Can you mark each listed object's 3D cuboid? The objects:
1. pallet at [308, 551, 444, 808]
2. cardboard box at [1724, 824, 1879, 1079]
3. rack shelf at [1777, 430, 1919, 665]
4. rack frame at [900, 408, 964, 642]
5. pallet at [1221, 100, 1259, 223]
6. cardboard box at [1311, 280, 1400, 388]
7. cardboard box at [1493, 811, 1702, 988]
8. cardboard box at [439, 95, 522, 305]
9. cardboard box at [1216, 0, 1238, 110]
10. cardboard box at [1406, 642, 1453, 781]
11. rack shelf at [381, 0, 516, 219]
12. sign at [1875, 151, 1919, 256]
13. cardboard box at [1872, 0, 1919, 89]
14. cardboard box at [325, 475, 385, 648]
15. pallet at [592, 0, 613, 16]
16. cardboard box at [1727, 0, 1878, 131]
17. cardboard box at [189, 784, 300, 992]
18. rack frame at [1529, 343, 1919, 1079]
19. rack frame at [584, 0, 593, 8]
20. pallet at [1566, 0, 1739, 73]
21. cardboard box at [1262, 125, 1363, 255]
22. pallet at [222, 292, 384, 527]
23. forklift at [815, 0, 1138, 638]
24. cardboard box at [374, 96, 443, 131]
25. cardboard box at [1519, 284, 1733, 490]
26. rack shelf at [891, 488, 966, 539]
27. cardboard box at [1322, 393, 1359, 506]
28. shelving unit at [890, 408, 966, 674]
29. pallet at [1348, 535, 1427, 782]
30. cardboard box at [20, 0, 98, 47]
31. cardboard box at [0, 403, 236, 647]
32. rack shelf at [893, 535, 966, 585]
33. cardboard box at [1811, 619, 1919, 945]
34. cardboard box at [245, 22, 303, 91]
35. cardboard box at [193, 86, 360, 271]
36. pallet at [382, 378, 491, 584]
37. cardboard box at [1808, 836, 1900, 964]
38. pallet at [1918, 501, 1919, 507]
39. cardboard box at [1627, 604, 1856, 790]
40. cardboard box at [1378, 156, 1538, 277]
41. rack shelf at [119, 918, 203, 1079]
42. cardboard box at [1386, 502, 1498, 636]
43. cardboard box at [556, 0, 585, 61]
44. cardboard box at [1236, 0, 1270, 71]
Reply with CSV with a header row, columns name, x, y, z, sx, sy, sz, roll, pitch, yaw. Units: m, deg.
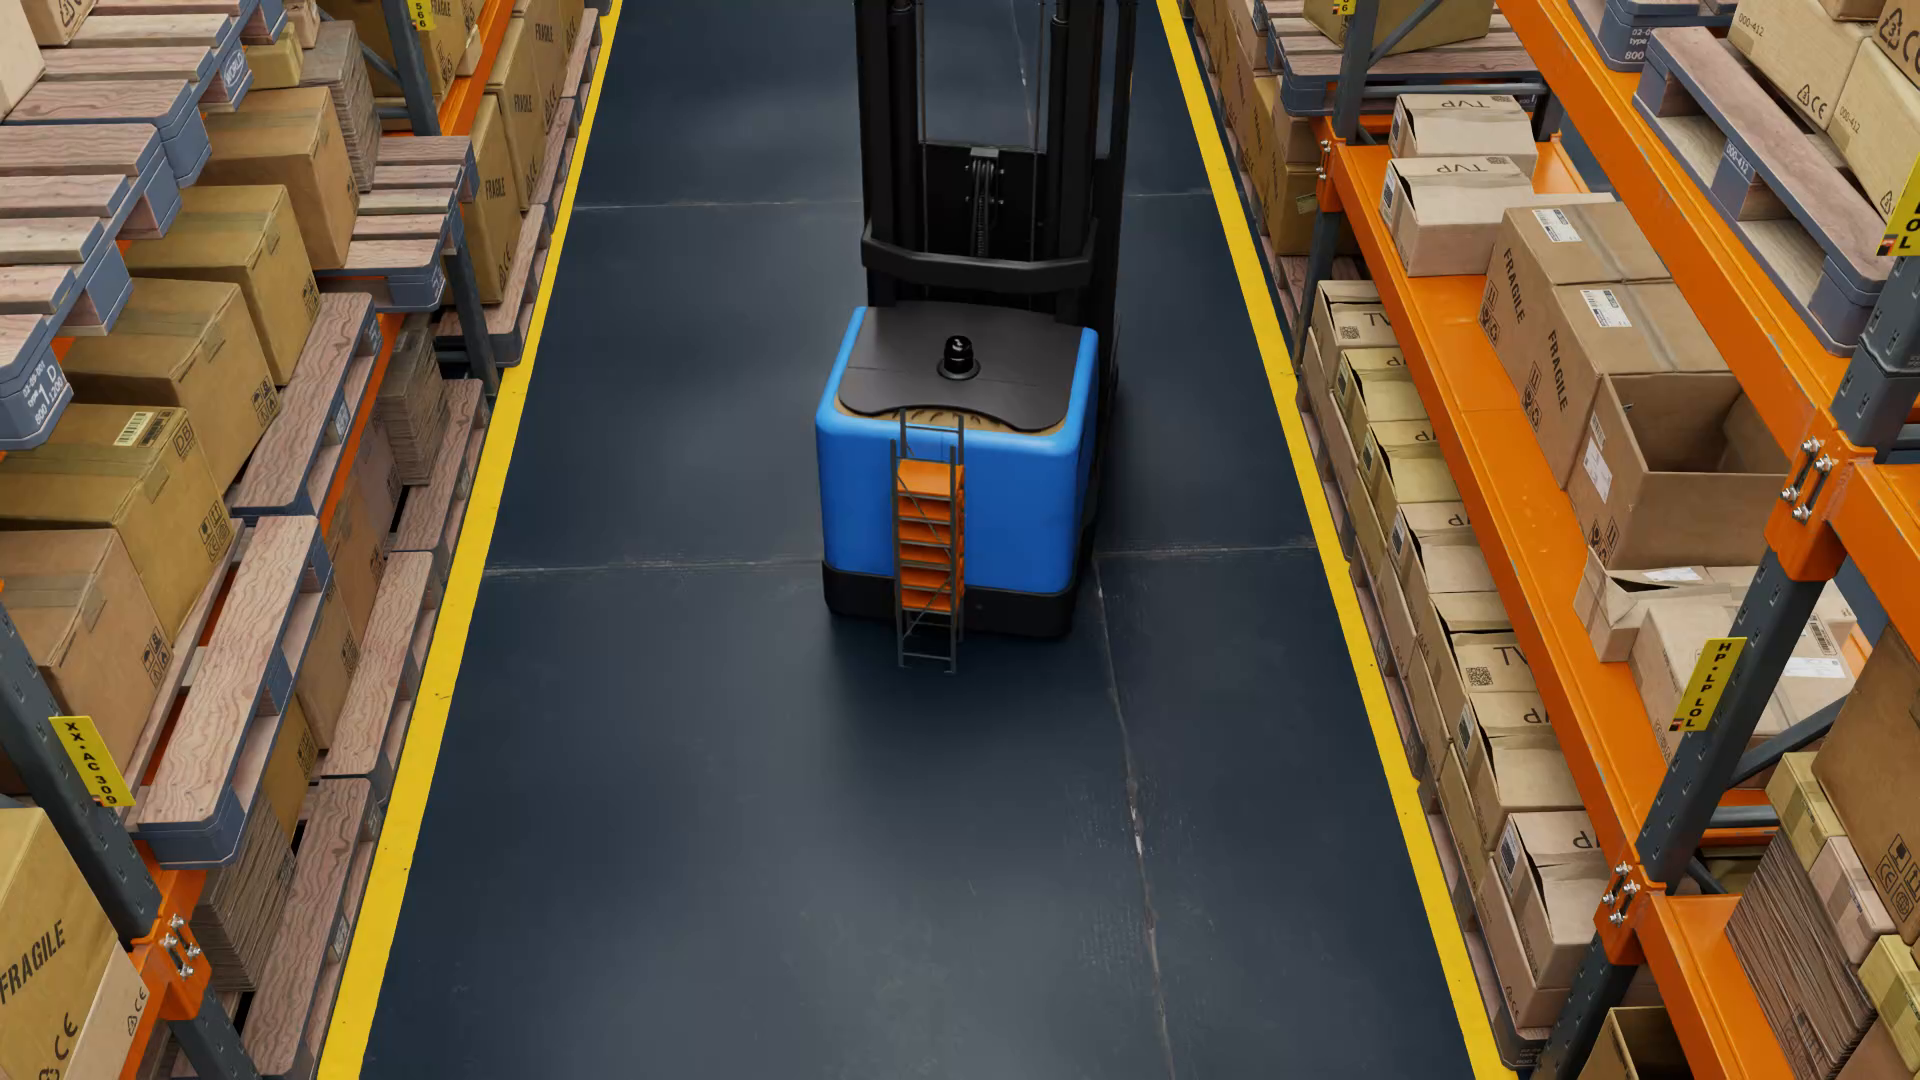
name,x,y,z,sx,sy,sz,roll,pitch,yaw
pallet,-2.698,0.547,6.647,1.003,0.211,1.213,-2,43,-2
cardboard box,2.365,0.988,4.028,0.700,0.500,0.500,-3,43,-3
rack shelf,2.425,1.235,2.145,1.077,0.370,4.000,-2,43,-2
rack frame,-0.104,-0.031,6.545,0.240,1.200,0.006,6,43,7
pallet,2.128,-2.274,9.724,1.003,0.211,1.213,-2,43,-2
cardboard box,1.899,-0.961,7.537,0.500,0.311,0.500,0,43,0
cardboard box,2.037,1.112,5.275,0.500,0.311,0.500,-2,43,-2
cardboard box,-2.679,-1.693,8.307,0.750,0.750,0.750,-2,43,-2
cardboard box,1.825,-2.885,9.852,0.500,0.500,0.500,-1,43,-1
cardboard box,1.991,0.626,6.221,0.500,0.250,0.500,-1,43,-1
rack shelf,-2.864,-2.915,8.893,1.077,0.370,4.000,-2,43,-2
sign,1.798,-0.665,3.070,0.100,0.325,0.005,-2,43,-2
cardboard box,2.353,-1.174,3.486,0.500,0.500,0.500,-1,43,-1
cardboard box,-2.741,0.099,6.596,0.700,0.500,0.500,-2,43,-2
pallet,-2.903,-4.018,11.627,1.003,0.211,1.213,-2,43,-2
cardboard box,2.298,-1.267,4.142,0.500,0.250,0.500,-5,43,-6
cardboard box,-2.657,1.133,5.468,0.700,0.500,0.500,0,43,0
rack frame,2.340,0.726,4.388,1.000,3.000,0.127,-2,43,-2
rack frame,-2.949,-4.531,10.122,1.000,3.000,0.127,-2,43,-2
pallet,2.339,-1.801,5.064,1.003,0.211,1.213,0,43,0
cardboard box,1.896,-1.840,8.712,0.500,0.500,0.500,0,43,0
pallet,-2.654,-0.424,5.785,1.003,0.211,1.213,-2,43,-2
forklift,0.176,-1.681,7.064,1.130,2.935,3.031,6,43,7
cardboard box,-2.561,-1.974,7.504,0.380,0.149,0.250,-2,43,-2
cardboard box,2.280,-0.524,5.677,0.500,0.500,0.500,-2,43,-2
rack shelf,-0.119,-0.114,6.347,0.258,0.103,0.180,6,43,7
cardboard box,1.921,-0.415,7.356,0.500,0.250,0.500,-3,43,-3
shelving unit,-0.119,0.030,6.479,0.258,1.200,0.189,6,43,7
pallet,2.215,0.432,6.773,1.003,0.211,1.213,-2,43,-2
cardboard box,-2.605,-1.631,4.355,0.500,0.500,0.500,-3,43,-3
cardboard box,-2.613,-0.051,4.836,0.700,0.500,0.500,2,43,3
rack shelf,-0.119,0.063,6.509,0.258,0.103,0.180,6,43,7
cardboard box,2.365,0.510,3.589,0.700,0.500,0.500,-1,43,-2
cardboard box,-2.706,-1.820,6.285,0.380,0.149,0.250,-8,43,-9
cardboard box,-2.698,-1.336,6.237,0.700,0.500,0.500,-5,43,-6
pallet,-2.747,-0.275,7.543,1.003,0.211,1.213,-2,43,-2
cardboard box,2.169,0.806,3.746,0.380,0.149,0.250,-1,43,-1
pallet,2.402,0.228,2.777,1.003,0.211,1.213,-2,43,-2
cardboard box,2.276,0.450,4.800,0.500,0.250,0.500,1,43,1
cardboard box,2.015,-1.333,6.700,0.500,0.311,0.500,-2,43,-2
rack shelf,-2.524,2.486,3.000,1.077,0.370,4.000,-2,43,-2
cardboard box,1.972,0.085,6.396,0.500,0.311,0.500,-2,43,-2
cardboard box,-2.791,-3.458,10.232,0.750,0.750,0.750,-1,43,-1
cardboard box,1.842,-2.845,9.253,0.500,0.250,0.500,-2,43,-3
